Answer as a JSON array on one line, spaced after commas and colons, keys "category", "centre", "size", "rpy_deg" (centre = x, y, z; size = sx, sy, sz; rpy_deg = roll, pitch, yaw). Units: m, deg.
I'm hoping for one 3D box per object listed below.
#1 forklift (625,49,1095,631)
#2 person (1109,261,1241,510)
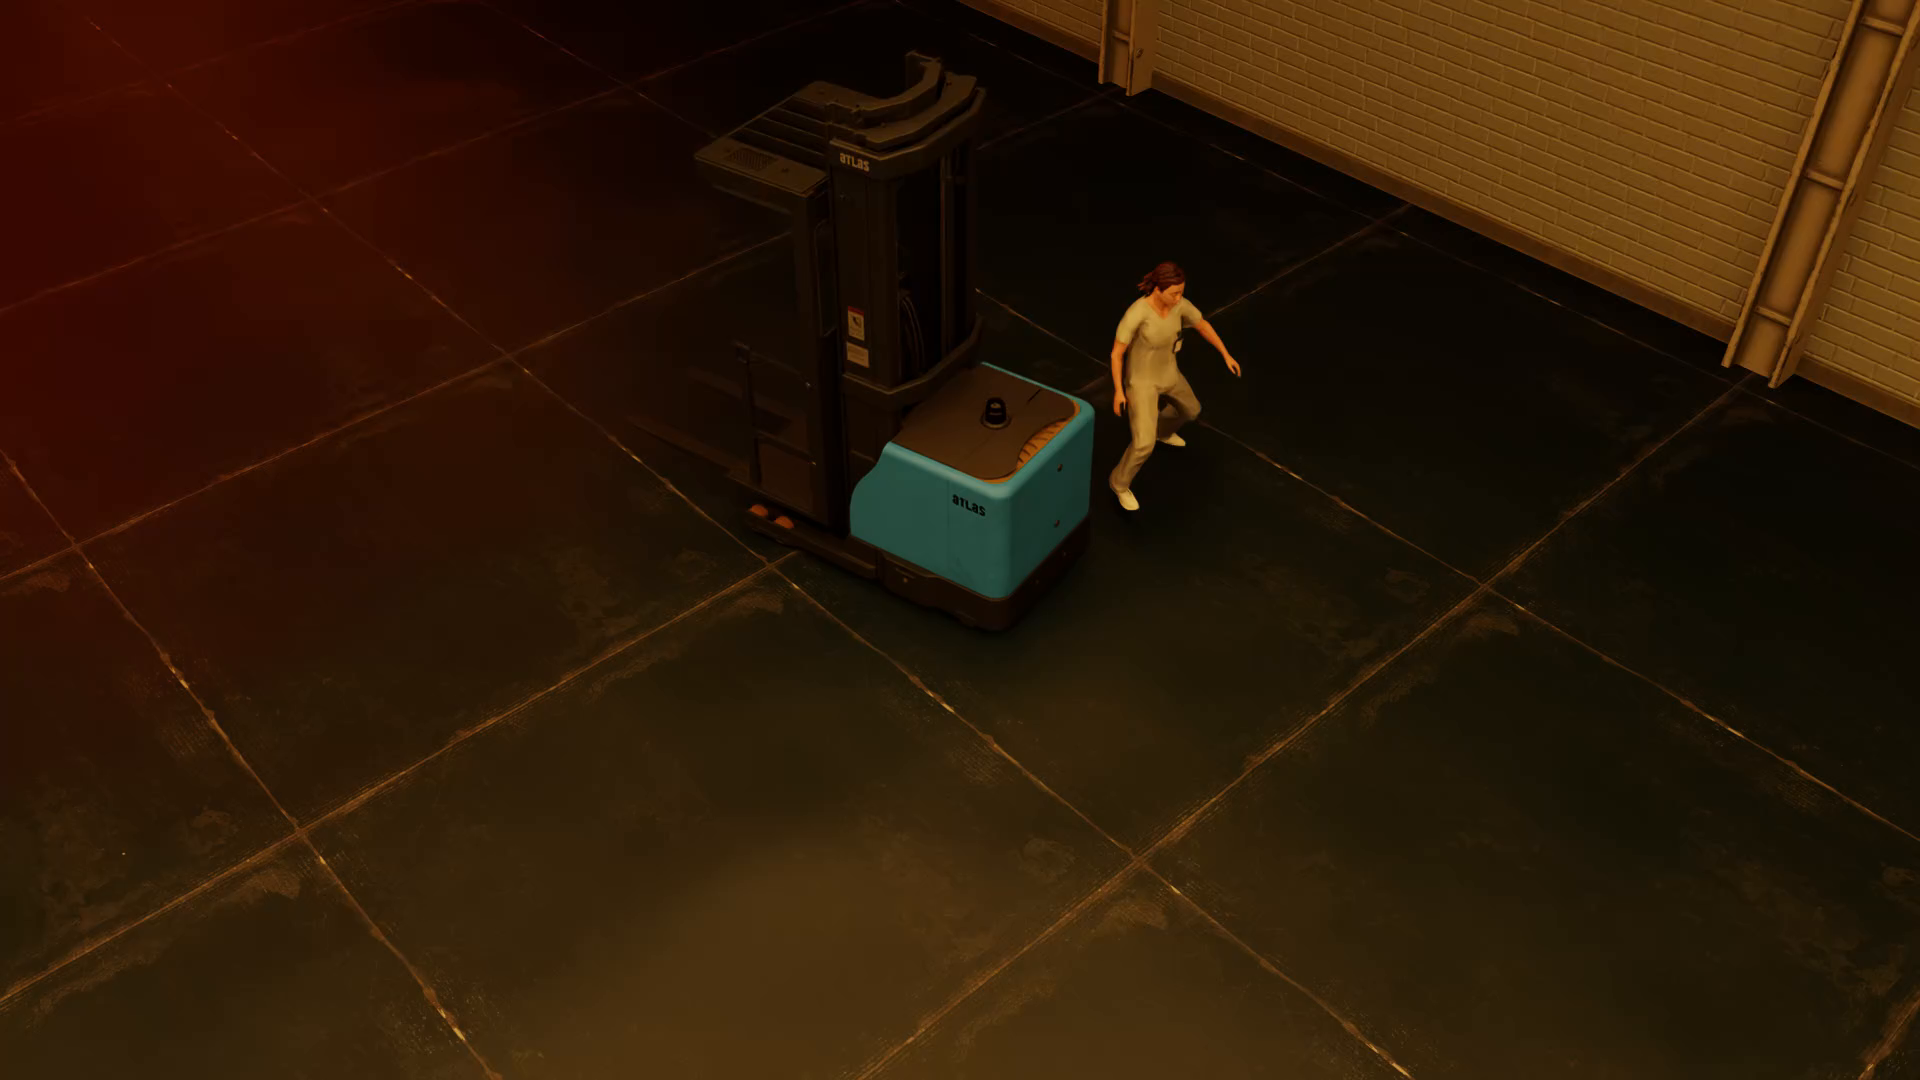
[{"category": "forklift", "centre": [-0.725, -1.349, 9.471], "size": [3.031, 2.935, 1.130], "rpy_deg": [24, 46, 25]}, {"category": "person", "centre": [1.230, -1.012, 10.180], "size": [0.875, 1.550, 0.708], "rpy_deg": [-21, 45, -23]}]
